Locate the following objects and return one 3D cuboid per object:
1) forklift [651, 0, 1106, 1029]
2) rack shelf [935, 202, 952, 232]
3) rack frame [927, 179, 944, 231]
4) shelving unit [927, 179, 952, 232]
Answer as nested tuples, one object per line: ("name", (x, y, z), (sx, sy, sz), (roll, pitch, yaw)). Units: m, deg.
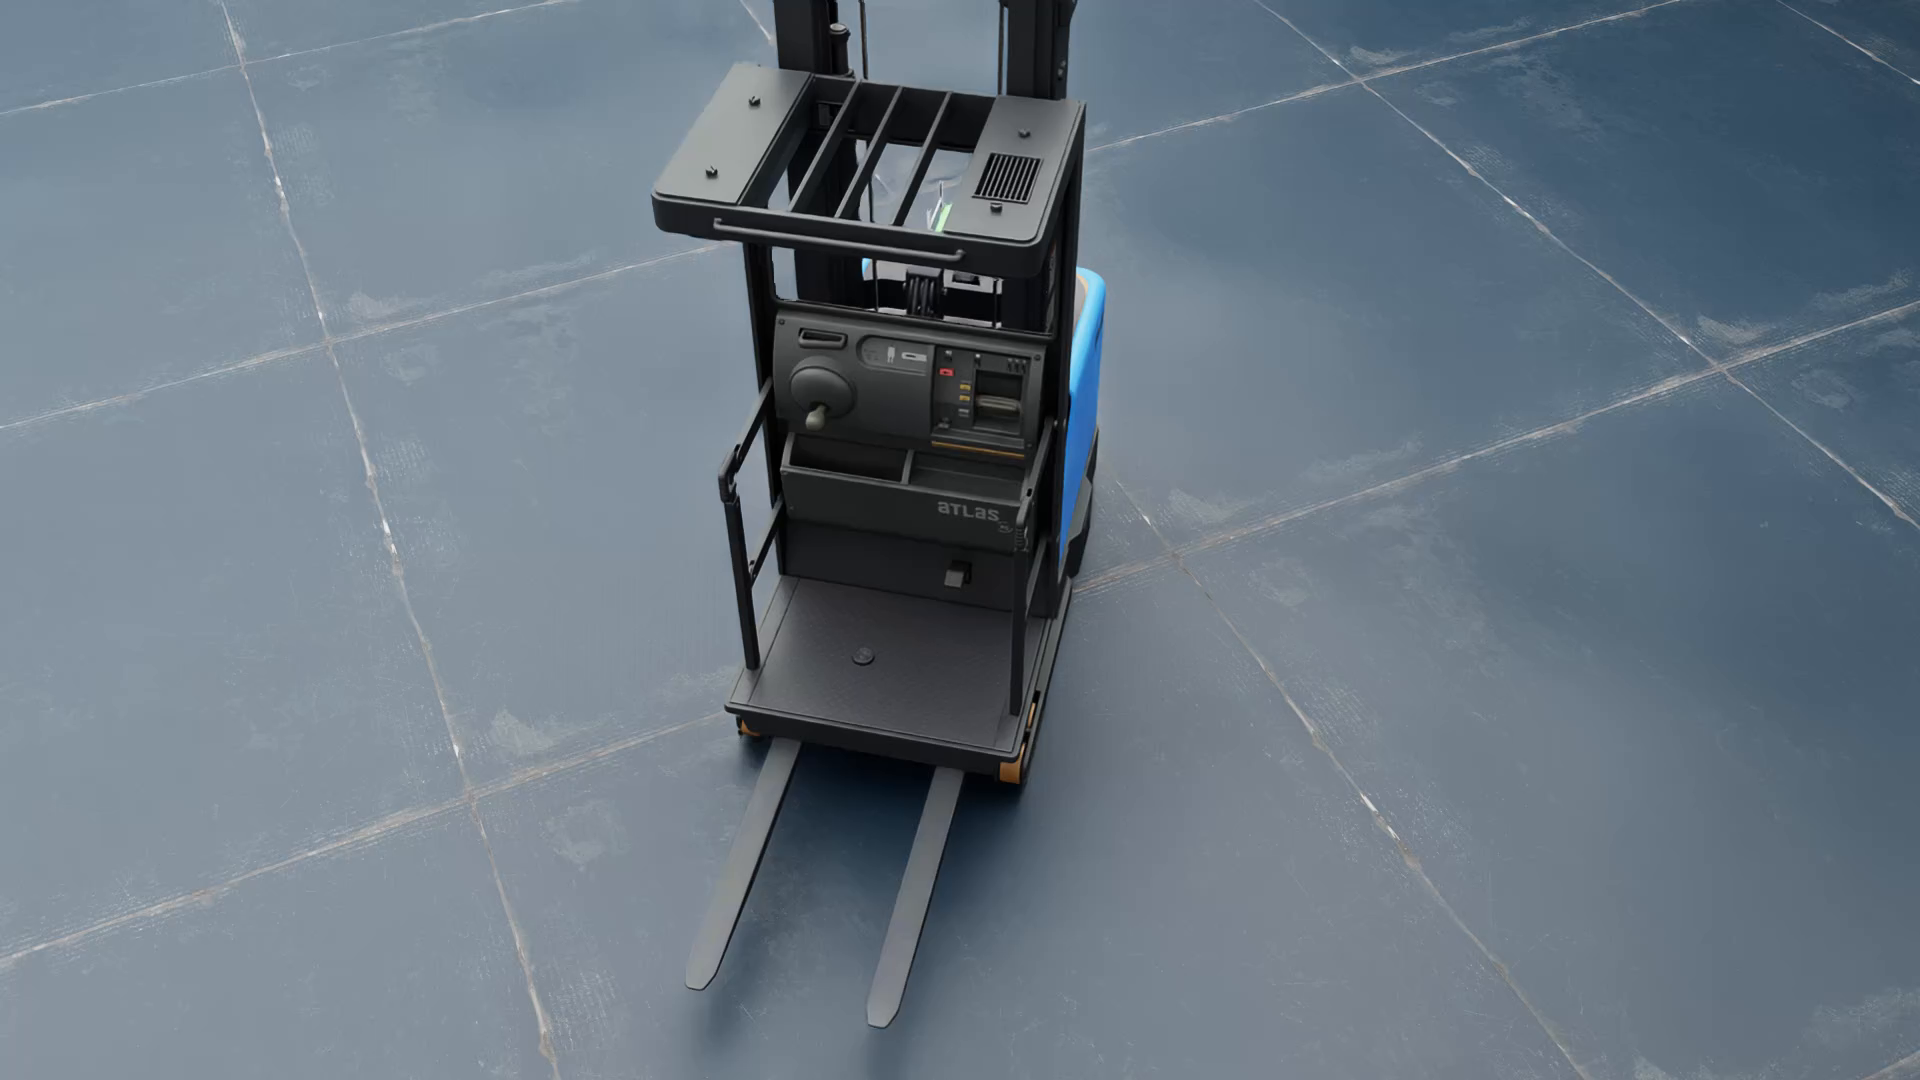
("forklift", (-0.224, -0.433, 5.471), (1.130, 2.935, 3.031), (9, 45, 9))
("rack shelf", (0.138, -1.254, 6.942), (0.480, 0.148, 0.258), (9, 45, 9))
("rack frame", (-0.100, -0.995, 7.273), (0.015, 1.200, 0.240), (9, 45, 9))
("shelving unit", (0.138, -0.957, 7.234), (0.503, 1.200, 0.258), (9, 45, 9))
